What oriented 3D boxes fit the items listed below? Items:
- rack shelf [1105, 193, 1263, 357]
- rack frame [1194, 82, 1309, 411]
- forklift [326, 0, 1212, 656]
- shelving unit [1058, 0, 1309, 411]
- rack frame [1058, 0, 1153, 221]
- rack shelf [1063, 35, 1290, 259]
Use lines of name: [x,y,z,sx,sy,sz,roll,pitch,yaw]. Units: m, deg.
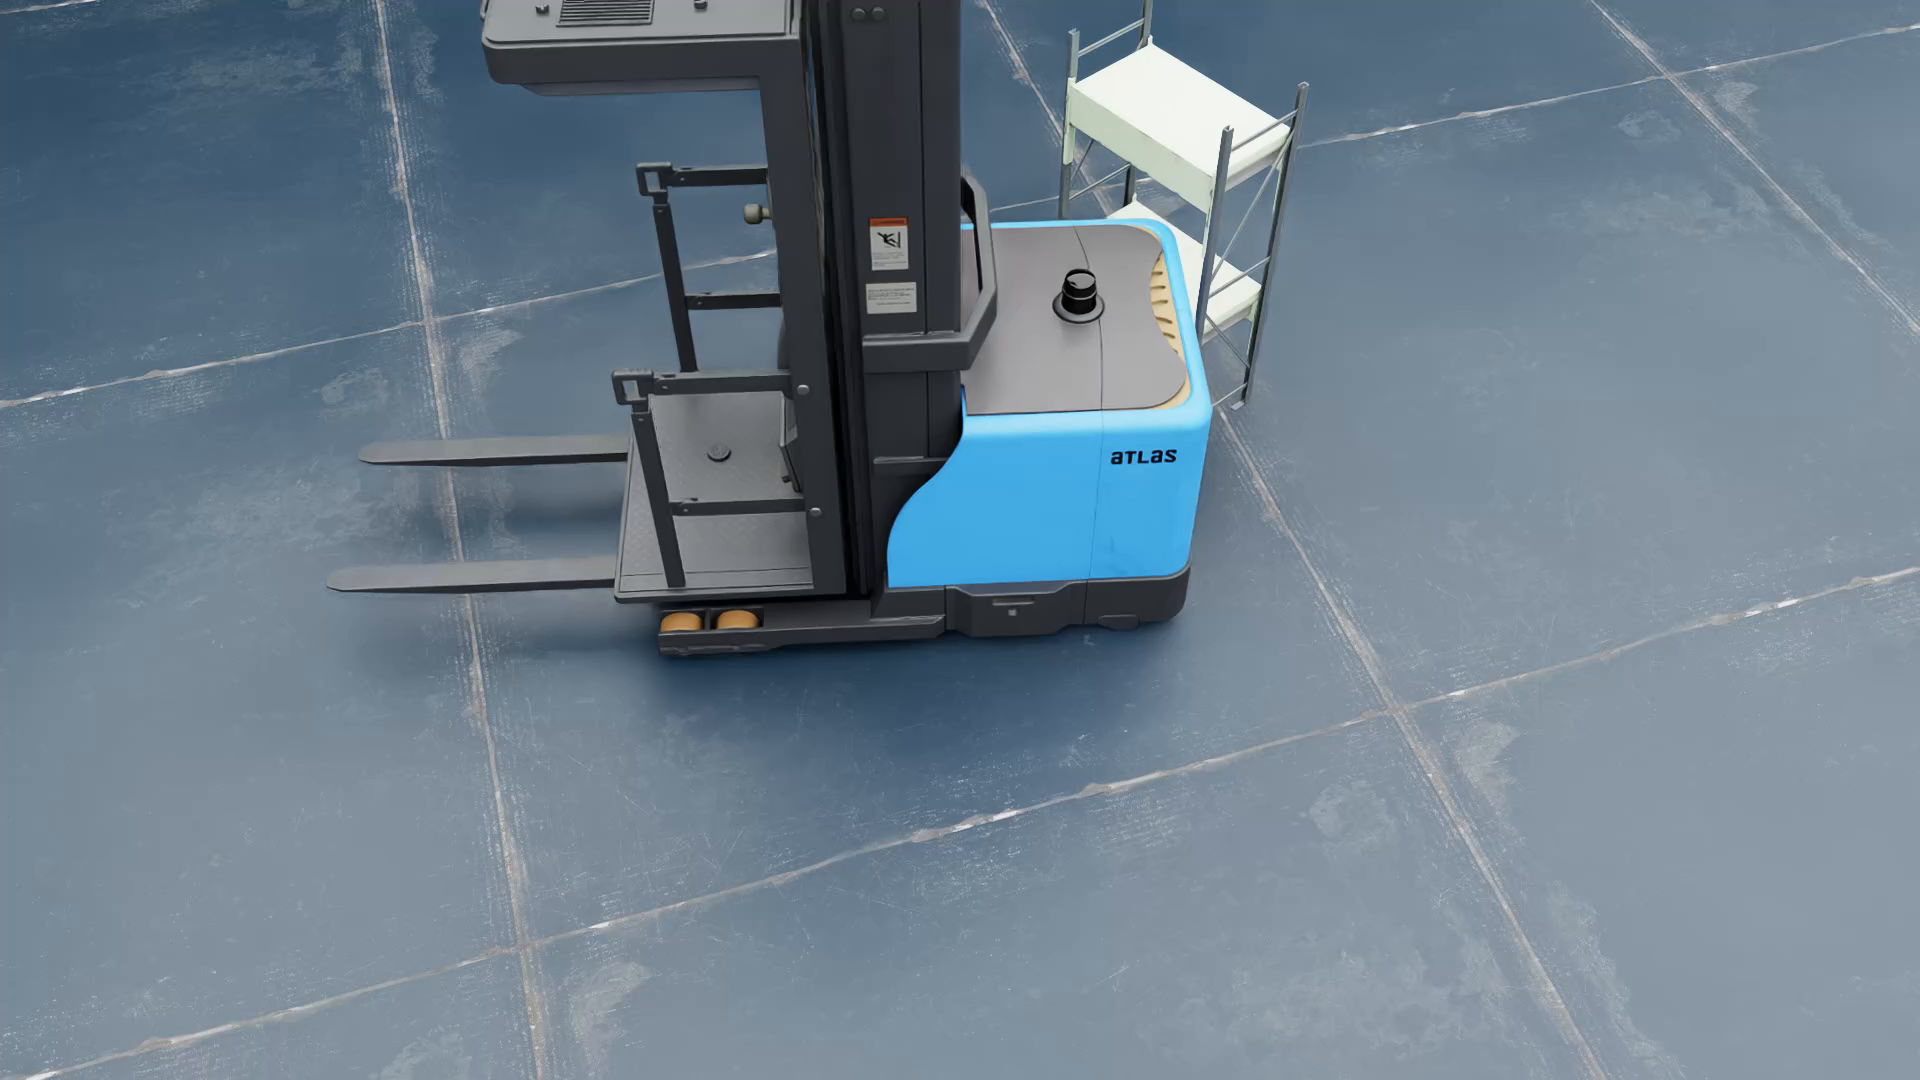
rack shelf: [0.774,-0.953,6.498,0.431,0.370,0.720,-33,57,-25]
rack frame: [1.013,-0.951,6.071,0.400,1.500,0.023,-33,57,-25]
forklift: [-0.726,-0.953,5.136,3.031,2.935,1.130,-2,50,-2]
shelving unit: [0.774,-1.163,6.249,0.431,1.500,0.755,-33,57,-25]
rack frame: [0.534,-1.374,6.428,0.400,1.500,0.023,-33,57,-25]
rack shelf: [0.774,-1.414,5.951,0.431,0.370,0.720,-33,57,-25]
